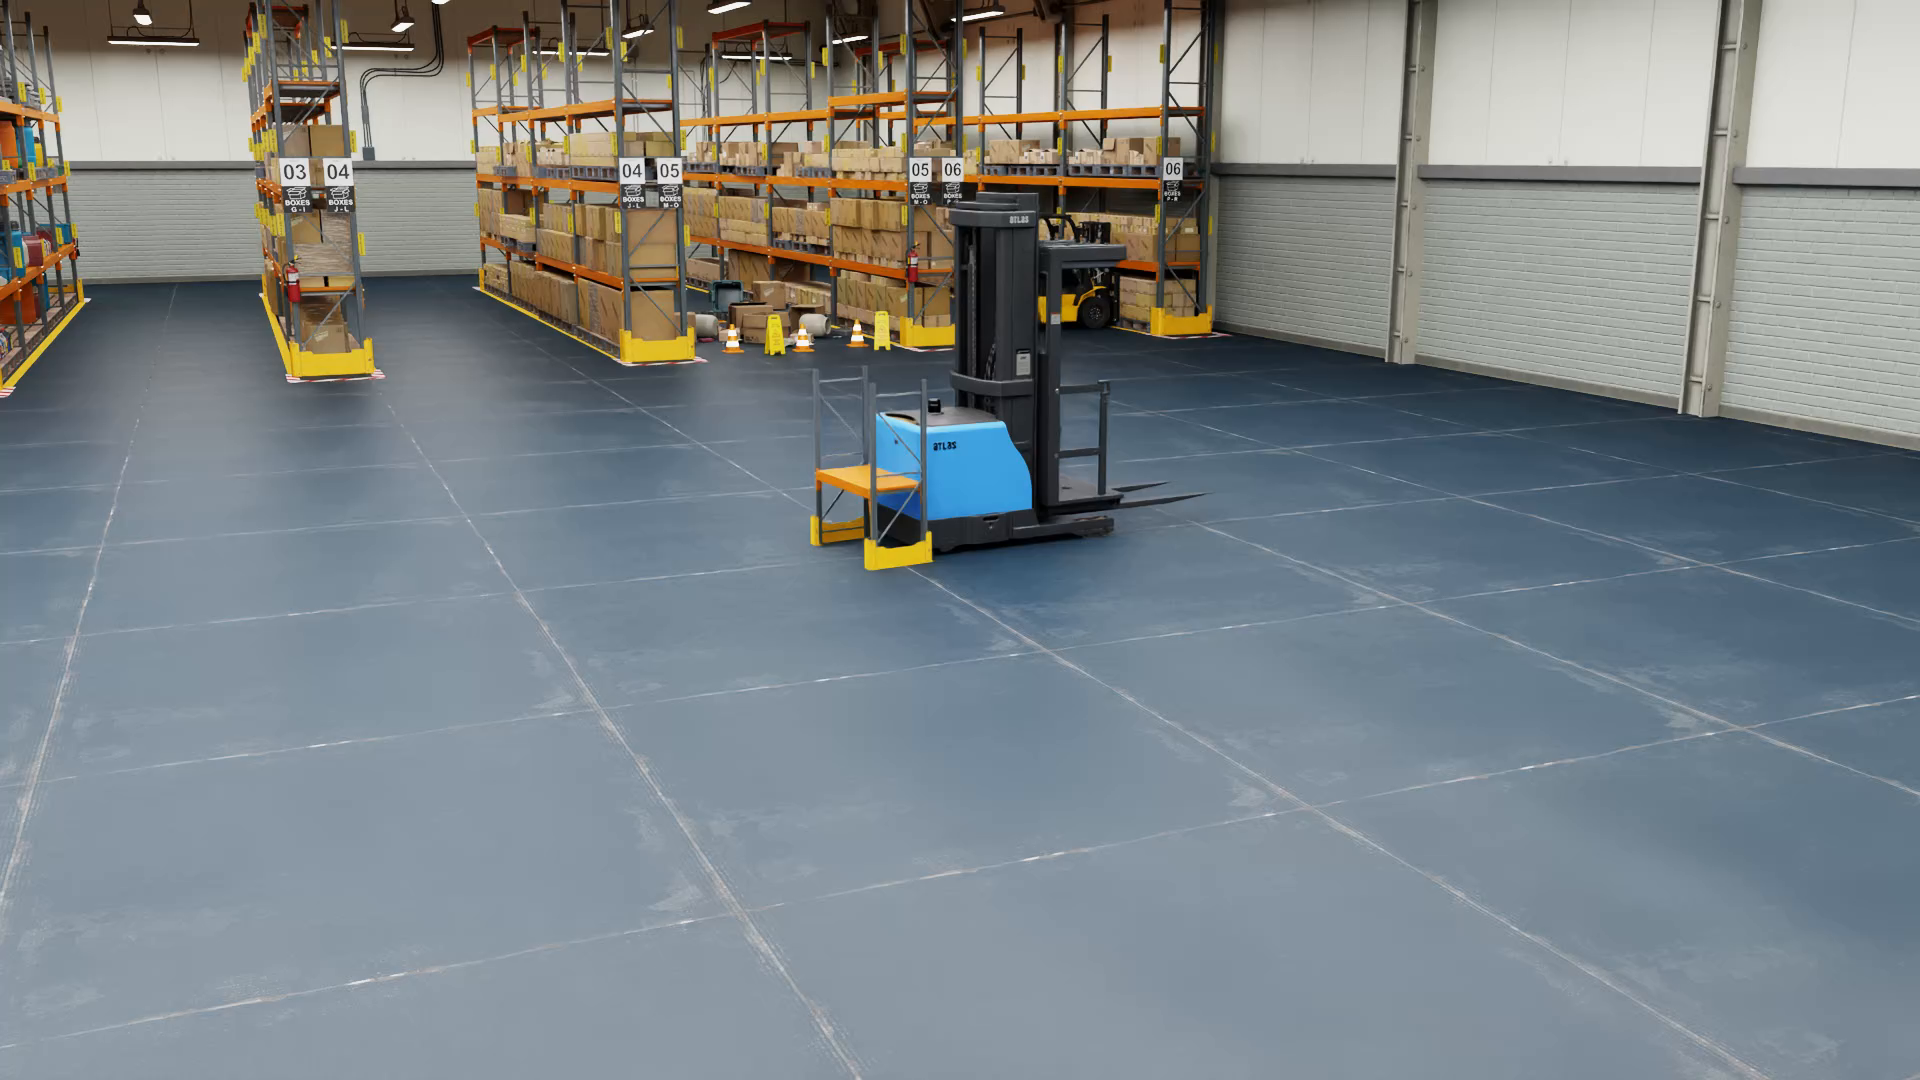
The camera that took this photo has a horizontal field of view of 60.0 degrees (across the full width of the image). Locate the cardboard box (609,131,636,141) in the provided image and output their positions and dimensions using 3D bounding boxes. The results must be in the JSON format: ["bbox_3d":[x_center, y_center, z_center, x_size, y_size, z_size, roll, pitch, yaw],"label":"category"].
[{"bbox_3d":[-5.372,-6.427,26.469,0.380,0.149,0.250,-5,14,-22],"label":"cardboard box"}]

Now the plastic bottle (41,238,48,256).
[{"bbox_3d":[-18.114,-5.789,32.841,0.144,0.351,0.185,-6,14,-23],"label":"plastic bottle"}]

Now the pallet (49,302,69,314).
[{"bbox_3d":[-19.186,-4.802,34.649,1.003,0.211,1.213,-6,14,-23],"label":"pallet"}]

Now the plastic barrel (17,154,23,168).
[{"bbox_3d":[-17.468,-7.015,30.790,0.294,0.245,0.294,0,13,0],"label":"plastic barrel"}]

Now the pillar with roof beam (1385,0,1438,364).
[{"bbox_3d":[3.121,-6.844,23.982,9.100,9.000,0.400,-6,14,-23],"label":"pillar with roof beam"}]

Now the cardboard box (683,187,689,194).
[{"bbox_3d":[-6.782,-8.822,41.959,0.380,0.149,0.250,-5,14,-21],"label":"cardboard box"}]

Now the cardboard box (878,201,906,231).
[{"bbox_3d":[-1.032,-5.747,29.449,0.700,0.500,0.500,-5,14,-22],"label":"cardboard box"}]

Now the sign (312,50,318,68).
[{"bbox_3d":[-12.223,-9.100,31.485,0.100,0.325,0.005,-6,14,-23],"label":"sign"}]

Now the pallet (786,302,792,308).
[{"bbox_3d":[-3.324,-5.008,35.539,1.003,0.211,1.213,-6,14,-23],"label":"pallet"}]

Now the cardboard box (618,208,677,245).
[{"bbox_3d":[-5.039,-5.086,26.967,0.875,0.550,0.550,-6,14,-23],"label":"cardboard box"}]

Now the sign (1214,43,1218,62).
[{"bbox_3d":[4.627,-8.828,30.133,0.100,0.325,0.005,-6,14,-23],"label":"sign"}]

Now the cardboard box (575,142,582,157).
[{"bbox_3d":[-6.386,-6.790,28.921,0.500,0.250,0.500,-6,14,-23],"label":"cardboard box"}]

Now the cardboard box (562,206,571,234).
[{"bbox_3d":[-7.143,-6.082,31.556,0.700,0.500,0.500,-6,14,-23],"label":"cardboard box"}]

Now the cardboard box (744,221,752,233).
[{"bbox_3d":[-4.495,-6.985,37.122,0.500,0.250,0.500,-6,14,-24],"label":"cardboard box"}]

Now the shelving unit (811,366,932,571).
[{"bbox_3d":[-0.751,-0.622,13.729,0.587,1.500,1.083,-8,15,-30],"label":"shelving unit"}]

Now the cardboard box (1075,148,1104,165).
[{"bbox_3d":[2.623,-7.628,33.068,0.500,0.311,0.500,-5,14,-22],"label":"cardboard box"}]

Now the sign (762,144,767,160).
[{"bbox_3d":[-4.147,-8.231,35.308,0.100,0.325,0.005,-6,14,-23],"label":"sign"}]

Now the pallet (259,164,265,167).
[{"bbox_3d":[-14.636,-8.047,36.032,1.003,0.211,1.213,-6,14,-23],"label":"pallet"}]

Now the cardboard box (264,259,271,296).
[{"bbox_3d":[-14.043,-5.498,35.255,1.225,0.875,0.875,-6,14,-23],"label":"cardboard box"}]

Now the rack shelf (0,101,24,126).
[{"bbox_3d":[-16.453,-7.150,27.787,1.077,0.370,4.000,-6,14,-23],"label":"rack shelf"}]

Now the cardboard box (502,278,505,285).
[{"bbox_3d":[-10.270,-5.938,38.106,0.380,0.149,0.250,-6,14,-26],"label":"cardboard box"}]

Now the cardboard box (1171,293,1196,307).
[{"bbox_3d":[4.117,-4.549,31.429,0.500,0.250,0.500,-5,14,-22],"label":"cardboard box"}]

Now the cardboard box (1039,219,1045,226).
[{"bbox_3d":[1.776,-6.715,35.072,0.380,0.149,0.250,-6,14,-25],"label":"cardboard box"}]

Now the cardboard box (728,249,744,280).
[{"bbox_3d":[-4.916,-6.403,39.163,0.875,0.875,0.875,-5,14,-21],"label":"cardboard box"}]

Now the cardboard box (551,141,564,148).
[{"bbox_3d":[-8.247,-8.158,34.394,0.396,0.266,0.258,-6,14,-23],"label":"cardboard box"}]

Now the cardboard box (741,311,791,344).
[{"bbox_3d":[-3.454,-3.793,29.643,0.637,0.503,0.797,6,14,26],"label":"cardboard box"}]

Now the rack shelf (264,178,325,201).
[{"bbox_3d":[-11.915,-6.330,30.013,1.077,0.370,4.000,-6,14,-23],"label":"rack shelf"}]

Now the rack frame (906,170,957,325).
[{"bbox_3d":[-0.431,-4.875,28.781,1.000,3.000,0.127,-6,14,-23],"label":"rack frame"}]

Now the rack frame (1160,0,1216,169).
[{"bbox_3d":[4.116,-8.247,30.045,1.000,3.000,0.127,-6,14,-23],"label":"rack frame"}]

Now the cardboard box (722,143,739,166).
[{"bbox_3d":[-5.151,-8.861,38.196,0.500,0.500,0.500,-6,14,-24],"label":"cardboard box"}]

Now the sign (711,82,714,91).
[{"bbox_3d":[-6.337,-11.643,42.472,0.100,0.325,0.005,-6,14,-23],"label":"sign"}]

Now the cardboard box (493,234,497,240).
[{"bbox_3d":[-10.754,-7.118,39.031,0.380,0.149,0.250,-5,14,-22],"label":"cardboard box"}]

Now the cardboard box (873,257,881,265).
[{"bbox_3d":[-1.353,-5.069,30.174,0.380,0.149,0.250,-6,14,-24],"label":"cardboard box"}]

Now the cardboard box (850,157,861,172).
[{"bbox_3d":[-1.704,-6.909,30.588,0.500,0.250,0.500,-5,14,-22],"label":"cardboard box"}]

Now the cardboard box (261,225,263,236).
[{"bbox_3d":[-15.563,-7.023,37.735,0.500,0.250,0.500,-6,14,-25],"label":"cardboard box"}]

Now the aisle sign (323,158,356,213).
[{"bbox_3d":[-9.212,-5.261,24.682,0.394,0.787,0.004,-6,14,-23],"label":"aisle sign"}]

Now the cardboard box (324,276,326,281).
[{"bbox_3d":[-9.914,-4.196,26.403,0.380,0.149,0.250,-6,14,-23],"label":"cardboard box"}]

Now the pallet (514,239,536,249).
[{"bbox_3d":[-8.961,-6.372,35.673,1.003,0.211,1.213,-6,14,-23],"label":"pallet"}]

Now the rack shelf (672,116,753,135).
[{"bbox_3d":[-6.039,-10.145,40.728,1.077,0.370,4.000,-6,14,-23],"label":"rack shelf"}]

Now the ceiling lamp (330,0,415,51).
[{"bbox_3d":[-14.672,-13.836,41.247,2.000,3.185,0.800,-6,14,-23],"label":"ceiling lamp"}]

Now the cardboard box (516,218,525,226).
[{"bbox_3d":[-9.061,-6.653,34.769,0.380,0.149,0.250,-5,14,-21],"label":"cardboard box"}]

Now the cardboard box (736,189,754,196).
[{"bbox_3d":[-5.127,-8.295,39.679,0.380,0.149,0.250,-6,14,-24],"label":"cardboard box"}]

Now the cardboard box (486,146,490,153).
[{"bbox_3d":[-10.771,-9.068,38.584,0.380,0.149,0.250,-6,14,-24],"label":"cardboard box"}]

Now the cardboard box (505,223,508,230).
[{"bbox_3d":[-9.683,-6.830,36.195,0.380,0.149,0.250,-6,14,-25],"label":"cardboard box"}]

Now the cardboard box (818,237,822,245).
[{"bbox_3d":[-2.582,-5.921,32.927,0.380,0.149,0.250,-6,14,-25],"label":"cardboard box"}]

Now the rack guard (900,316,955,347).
[{"bbox_3d":[-0.461,-3.673,29.131,1.175,0.500,0.348,-6,14,-23],"label":"rack guard"}]

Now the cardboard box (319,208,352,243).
[{"bbox_3d":[-9.482,-4.799,25.354,0.500,0.500,0.500,-6,14,-23],"label":"cardboard box"}]

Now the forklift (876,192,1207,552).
[{"bbox_3d":[0.768,-1.541,14.526,3.031,2.935,1.130,-7,15,-27],"label":"forklift"}]

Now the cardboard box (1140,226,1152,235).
[{"bbox_3d":[3.590,-5.785,31.054,0.380,0.149,0.250,-5,14,-22],"label":"cardboard box"}]

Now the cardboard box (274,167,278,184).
[{"bbox_3d":[-10.544,-5.758,26.276,0.500,0.250,0.500,-6,14,-24],"label":"cardboard box"}]
